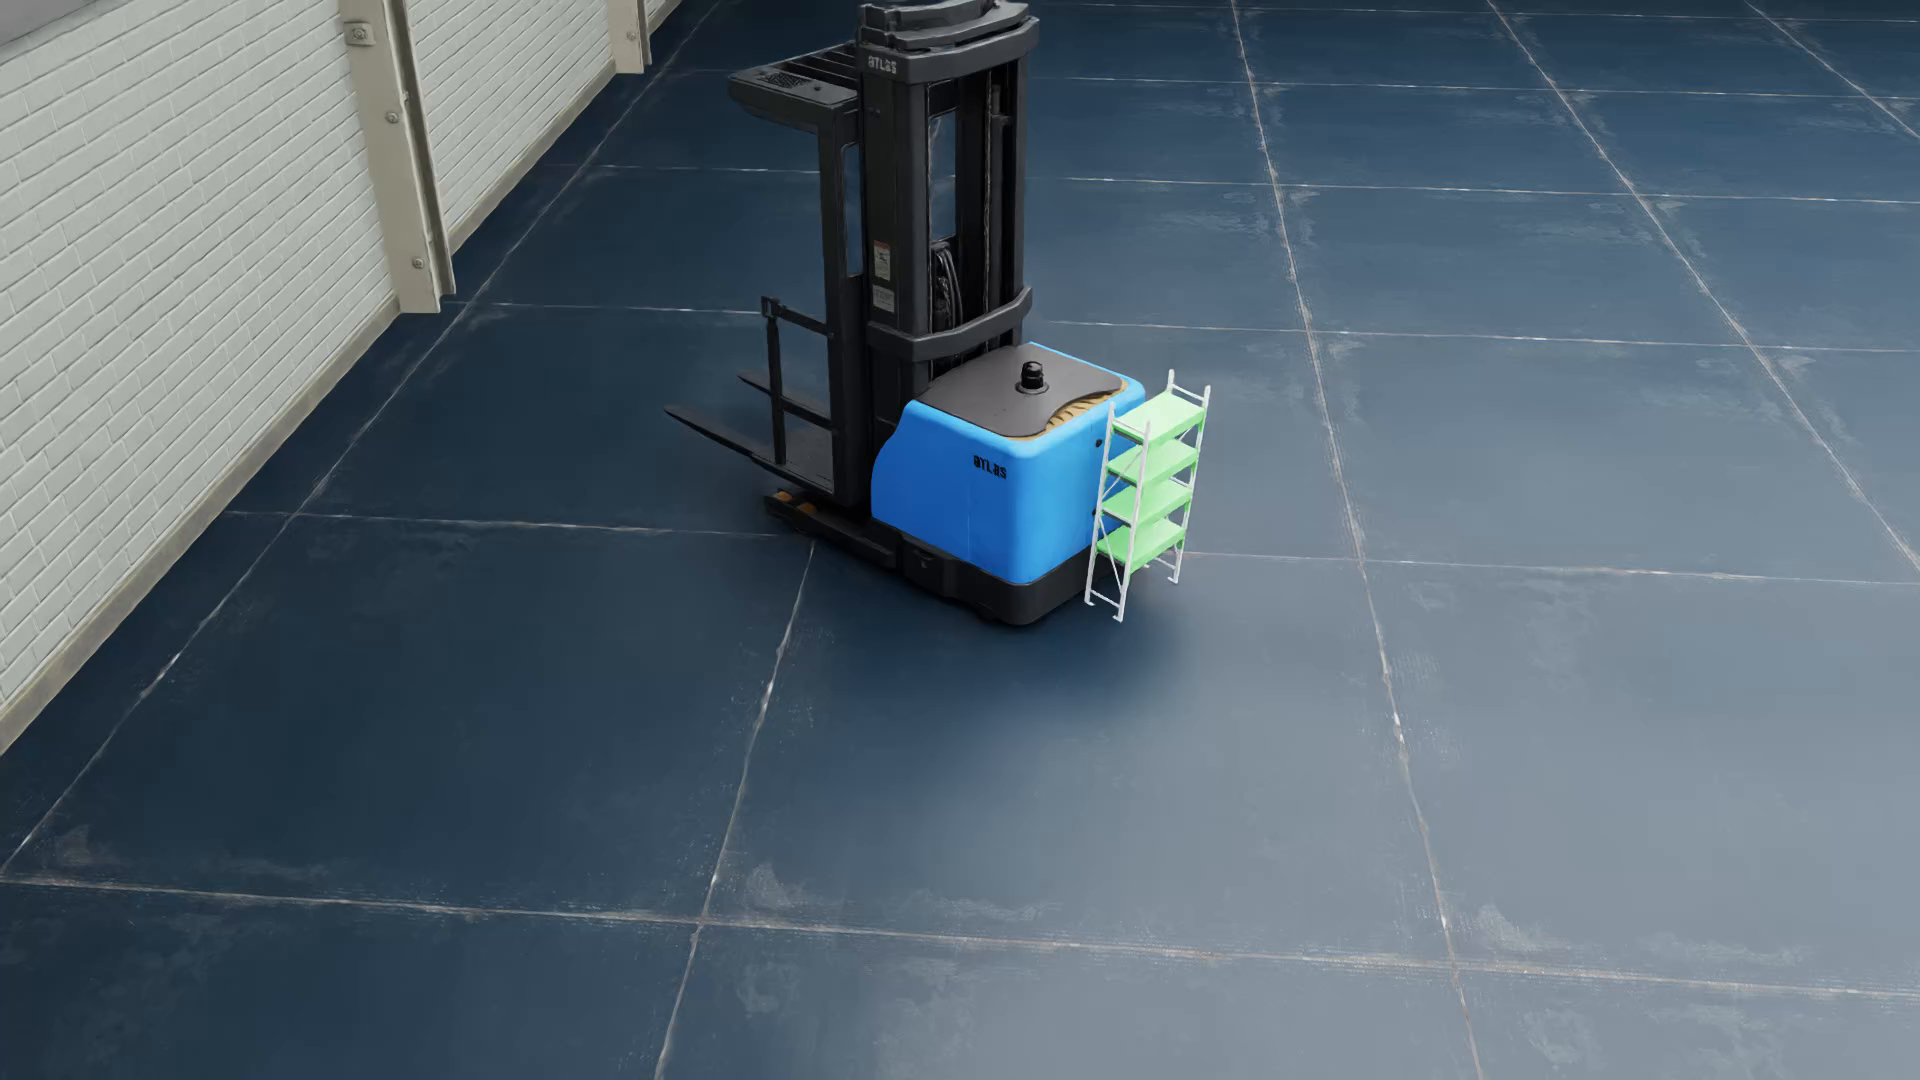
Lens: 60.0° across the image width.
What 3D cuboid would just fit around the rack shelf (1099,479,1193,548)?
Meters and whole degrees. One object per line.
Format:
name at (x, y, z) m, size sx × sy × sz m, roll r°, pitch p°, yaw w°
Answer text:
rack shelf at (0.938, -0.164, 8.476) m, size 0.258 × 0.148 × 0.480 m, roll 29°, pitch 42°, yaw 31°

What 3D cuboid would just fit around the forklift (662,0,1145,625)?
forklift at (-0.468, -1.468, 8.838) m, size 3.031 × 2.935 × 1.130 m, roll 25°, pitch 40°, yaw 35°

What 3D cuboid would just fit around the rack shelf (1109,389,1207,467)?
rack shelf at (0.968, -0.557, 8.202) m, size 0.258 × 0.148 × 0.480 m, roll 29°, pitch 42°, yaw 31°

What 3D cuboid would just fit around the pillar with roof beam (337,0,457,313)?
pillar with roof beam at (0.426, -5.376, 9.396) m, size 9.100 × 9.000 × 0.400 m, roll 2°, pitch 32°, yaw 4°

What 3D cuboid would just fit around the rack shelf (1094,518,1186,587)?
rack shelf at (0.923, 0.032, 8.613) m, size 0.258 × 0.148 × 0.480 m, roll 29°, pitch 42°, yaw 31°

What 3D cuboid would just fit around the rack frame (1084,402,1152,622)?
rack frame at (0.779, -0.121, 8.285) m, size 0.240 × 1.200 × 0.015 m, roll 29°, pitch 42°, yaw 31°

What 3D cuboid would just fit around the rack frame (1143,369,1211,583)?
rack frame at (1.105, -0.312, 8.594) m, size 0.240 × 1.200 × 0.015 m, roll 29°, pitch 42°, yaw 31°

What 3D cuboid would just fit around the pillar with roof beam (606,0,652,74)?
pillar with roof beam at (0.915, -8.513, 14.487) m, size 9.100 × 9.000 × 0.400 m, roll 2°, pitch 32°, yaw 4°

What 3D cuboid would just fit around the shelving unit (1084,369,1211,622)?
shelving unit at (0.942, -0.217, 8.439) m, size 0.258 × 1.200 × 0.503 m, roll 29°, pitch 42°, yaw 31°

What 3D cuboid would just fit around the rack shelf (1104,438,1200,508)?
rack shelf at (0.953, -0.361, 8.339) m, size 0.258 × 0.148 × 0.480 m, roll 29°, pitch 42°, yaw 31°
